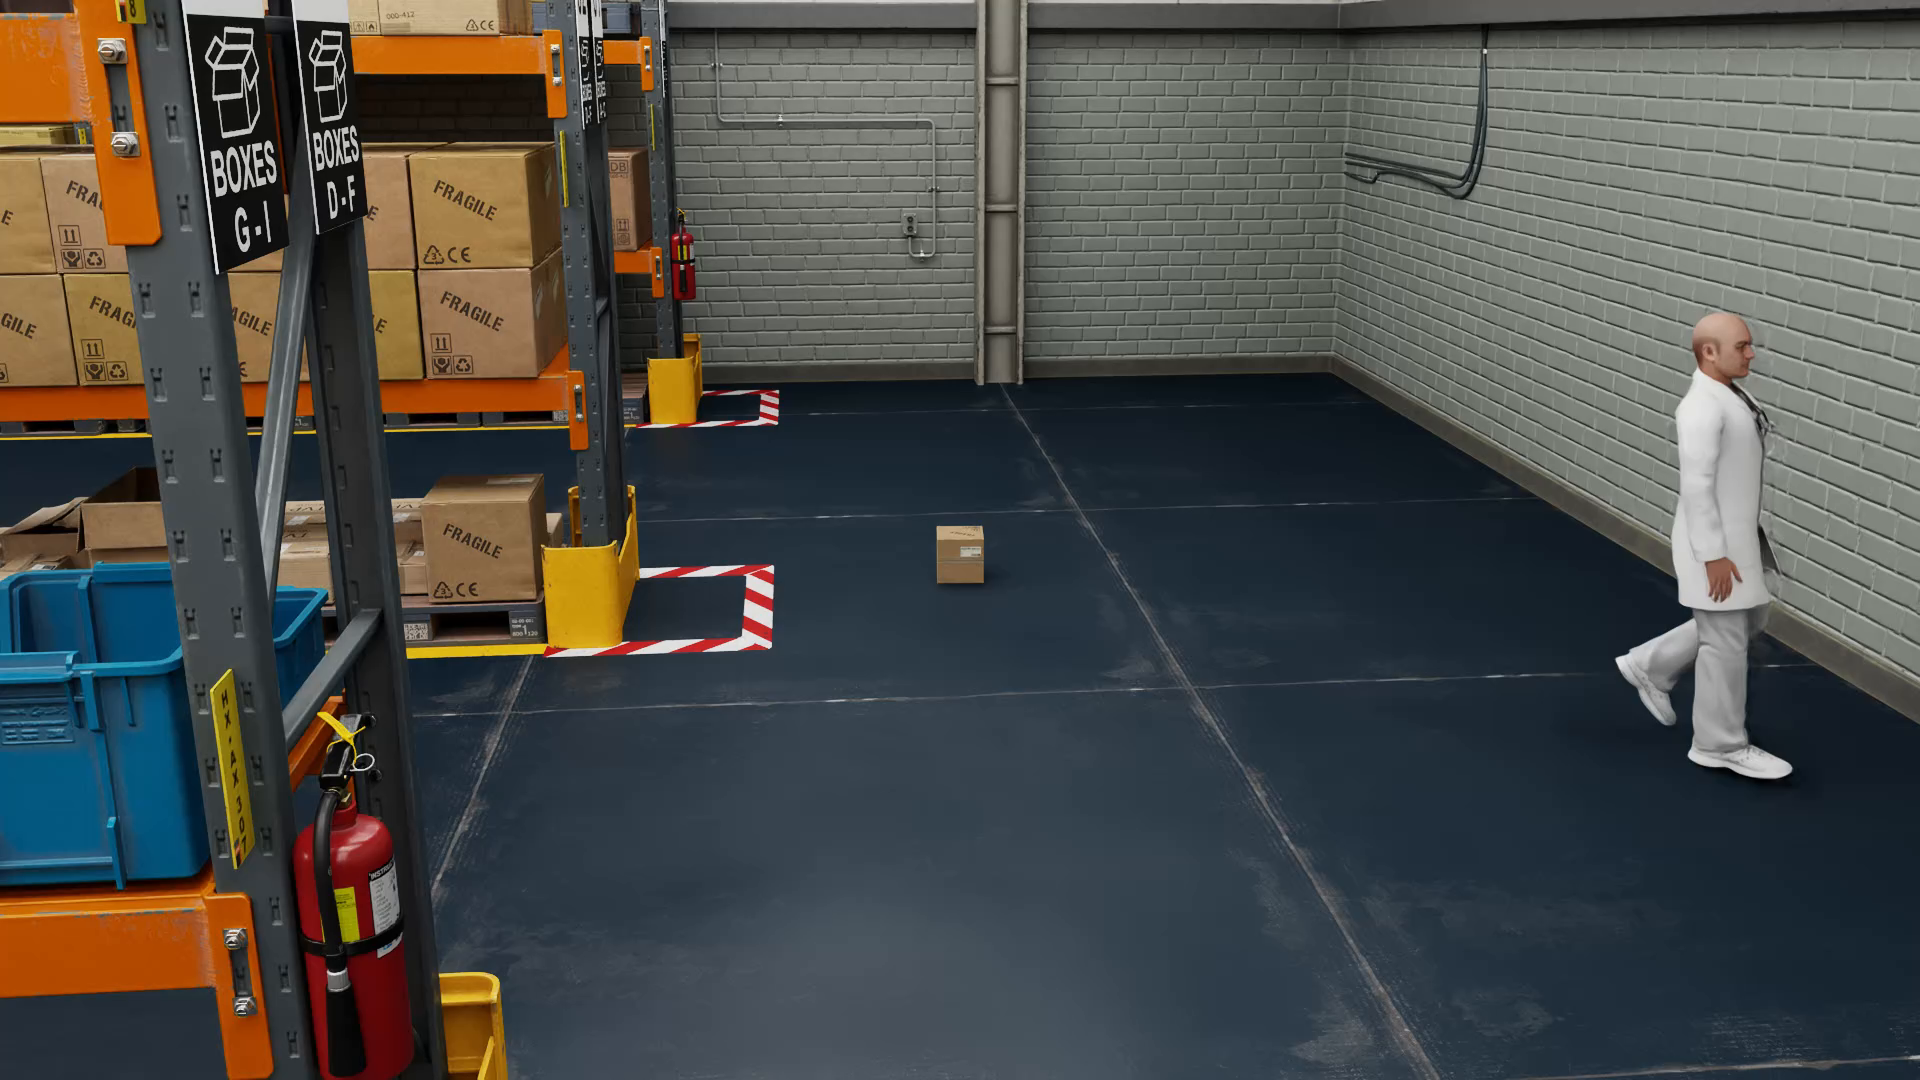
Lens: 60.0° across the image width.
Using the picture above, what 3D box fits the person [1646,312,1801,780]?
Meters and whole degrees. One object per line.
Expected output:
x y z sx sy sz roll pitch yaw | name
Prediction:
3.025 0.018 6.409 0.601 1.782 0.623 9 19 28 | person
